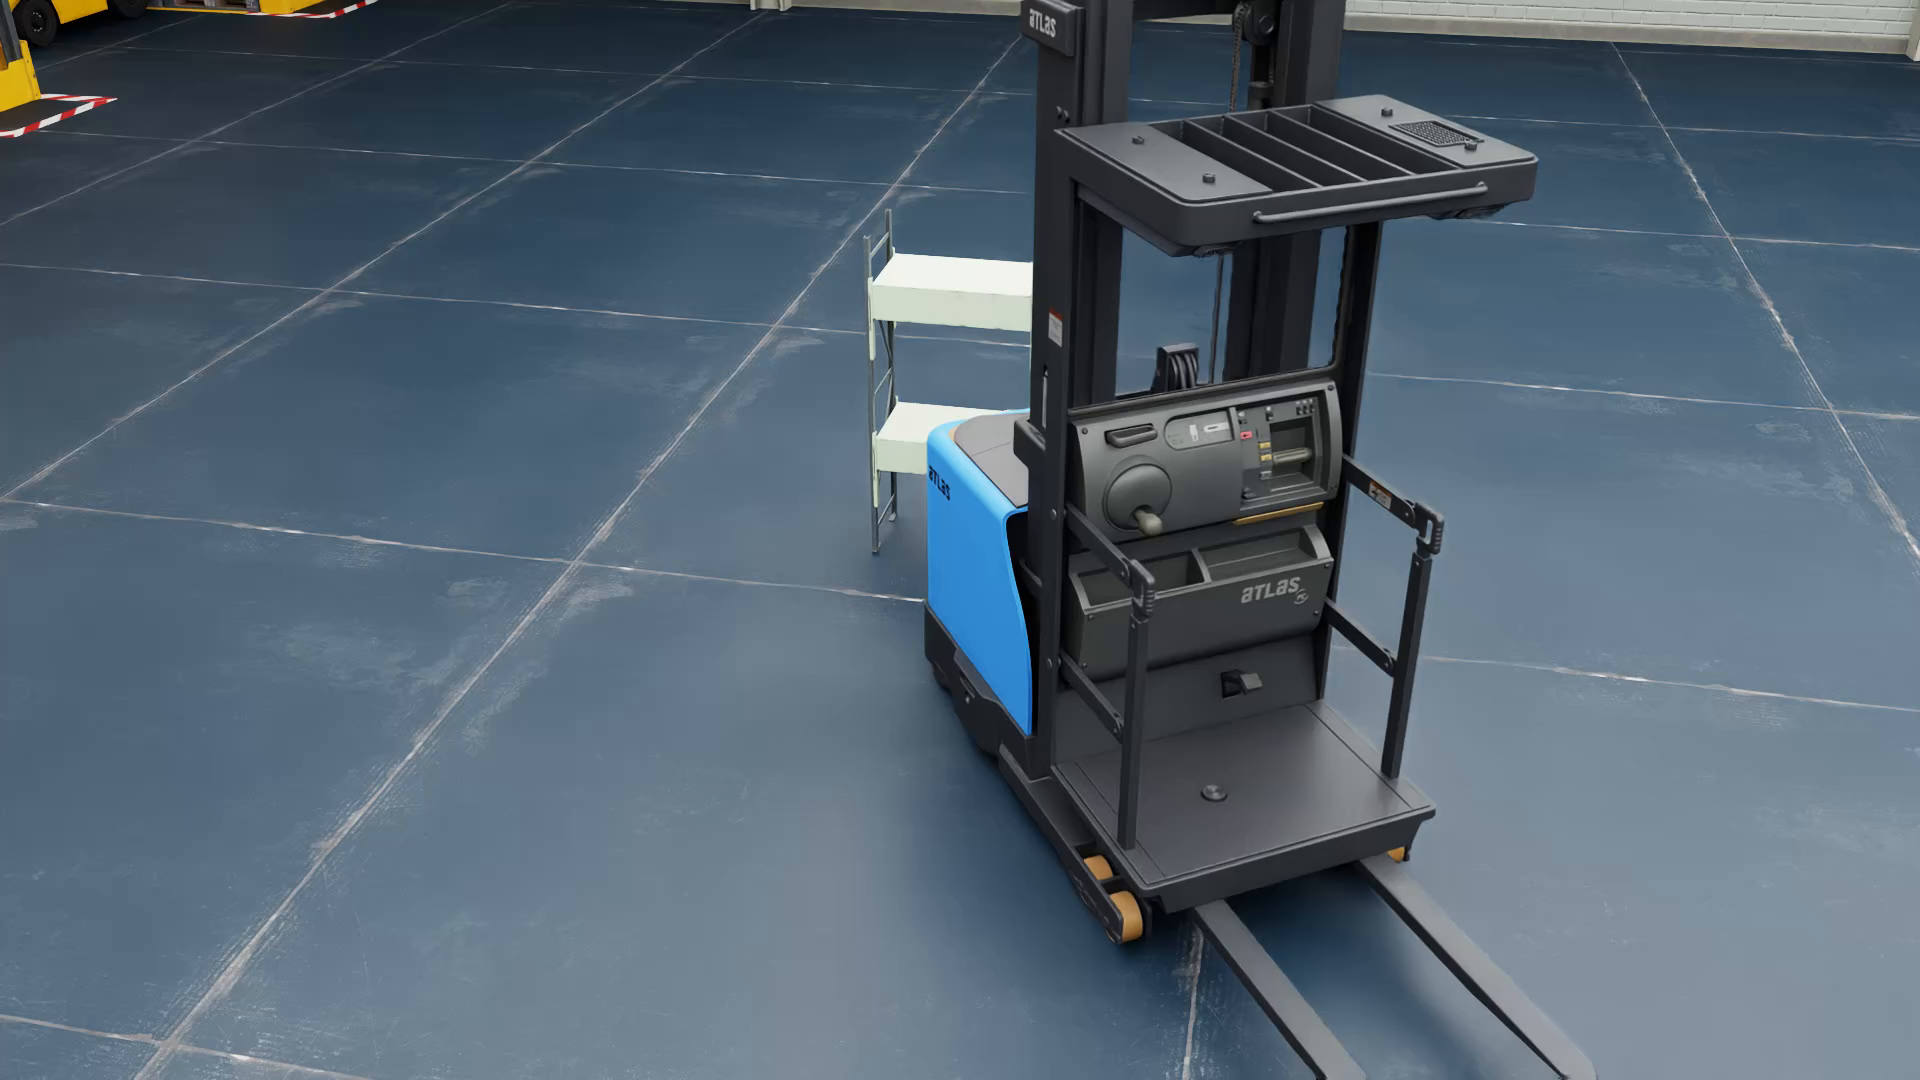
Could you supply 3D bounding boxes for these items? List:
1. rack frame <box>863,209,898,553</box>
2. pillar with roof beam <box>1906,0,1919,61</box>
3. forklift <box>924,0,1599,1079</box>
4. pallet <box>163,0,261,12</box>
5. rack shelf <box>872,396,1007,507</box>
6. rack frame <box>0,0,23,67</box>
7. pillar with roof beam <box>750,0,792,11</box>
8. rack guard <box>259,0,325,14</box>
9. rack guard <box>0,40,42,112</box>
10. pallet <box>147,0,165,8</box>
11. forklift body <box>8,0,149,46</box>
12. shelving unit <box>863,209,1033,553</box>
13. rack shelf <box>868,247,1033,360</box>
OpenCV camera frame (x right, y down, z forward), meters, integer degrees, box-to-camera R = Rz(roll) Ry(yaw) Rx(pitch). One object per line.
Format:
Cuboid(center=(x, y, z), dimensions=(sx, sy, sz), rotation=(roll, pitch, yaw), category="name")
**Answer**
Cuboid(center=(-0.351, -0.694, 7.456), dimensions=(0.023, 1.500, 0.400), rotation=(6, 29, 11), category="rack frame")
Cuboid(center=(8.719, -6.703, 10.622), dimensions=(0.400, 9.000, 9.100), rotation=(6, 29, 11), category="pillar with roof beam")
Cuboid(center=(0.880, -0.215, 5.090), dimensions=(1.130, 2.935, 3.031), rotation=(-11, 31, -19), category="forklift")
Cuboid(center=(-8.249, -6.239, 18.926), dimensions=(1.213, 0.211, 1.003), rotation=(6, 29, 11), category="pallet")
Cuboid(center=(0.007, -0.371, 7.545), dimensions=(0.720, 0.370, 0.431), rotation=(6, 29, 11), category="rack shelf")
Cuboid(center=(-8.526, -5.073, 13.894), dimensions=(0.127, 3.000, 1.000), rotation=(6, 29, 11), category="rack frame")
Cuboid(center=(-3.017, -7.906, 12.820), dimensions=(0.400, 9.000, 9.100), rotation=(6, 29, 11), category="pillar with roof beam")
Cuboid(center=(-7.469, -6.306, 18.748), dimensions=(0.348, 0.500, 1.175), rotation=(6, 29, 11), category="rack guard")
Cuboid(center=(-8.600, -3.985, 14.508), dimensions=(0.348, 0.500, 1.175), rotation=(6, 29, 11), category="rack guard")
Cuboid(center=(-9.439, -6.362, 19.151), dimensions=(1.213, 0.211, 1.003), rotation=(6, 29, 11), category="pallet")
Cuboid(center=(-9.728, -6.366, 17.138), dimensions=(1.214, 2.155, 2.313), rotation=(6, 29, 11), category="forklift body")
Cuboid(center=(0.007, -0.657, 7.389), dimensions=(0.755, 1.500, 0.431), rotation=(6, 29, 11), category="shelving unit")
Cuboid(center=(0.007, -1.000, 7.201), dimensions=(0.720, 0.370, 0.431), rotation=(6, 29, 11), category="rack shelf")
